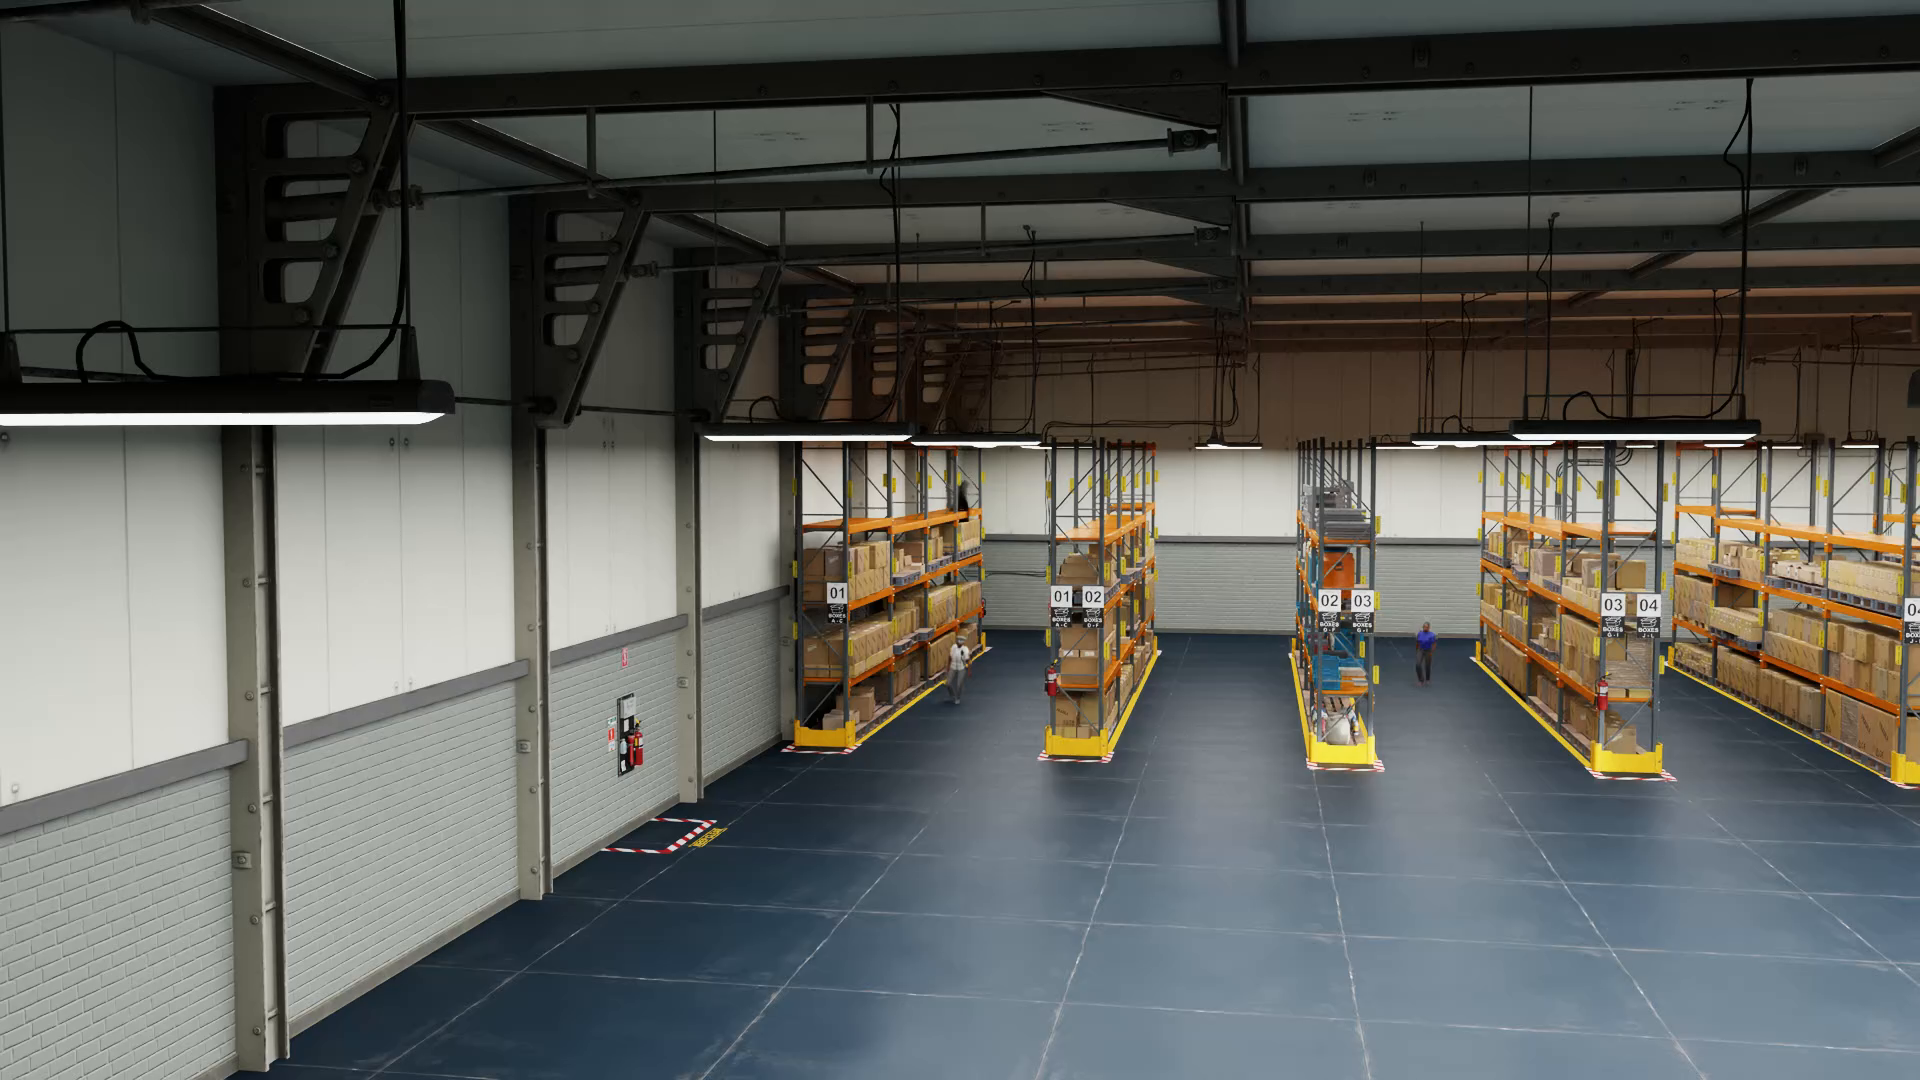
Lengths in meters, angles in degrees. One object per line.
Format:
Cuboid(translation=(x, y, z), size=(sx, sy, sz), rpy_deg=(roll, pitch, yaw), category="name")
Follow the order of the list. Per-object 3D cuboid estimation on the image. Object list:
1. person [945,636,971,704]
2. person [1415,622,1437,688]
Cuboid(translation=(-0.049, 2.932, 37.646), size=(0.712, 1.578, 0.630), rpy_deg=(1, 3, 16), category="person")
Cuboid(translation=(11.391, 2.777, 40.671), size=(0.547, 1.613, 0.784), rpy_deg=(1, 3, 24), category="person")
